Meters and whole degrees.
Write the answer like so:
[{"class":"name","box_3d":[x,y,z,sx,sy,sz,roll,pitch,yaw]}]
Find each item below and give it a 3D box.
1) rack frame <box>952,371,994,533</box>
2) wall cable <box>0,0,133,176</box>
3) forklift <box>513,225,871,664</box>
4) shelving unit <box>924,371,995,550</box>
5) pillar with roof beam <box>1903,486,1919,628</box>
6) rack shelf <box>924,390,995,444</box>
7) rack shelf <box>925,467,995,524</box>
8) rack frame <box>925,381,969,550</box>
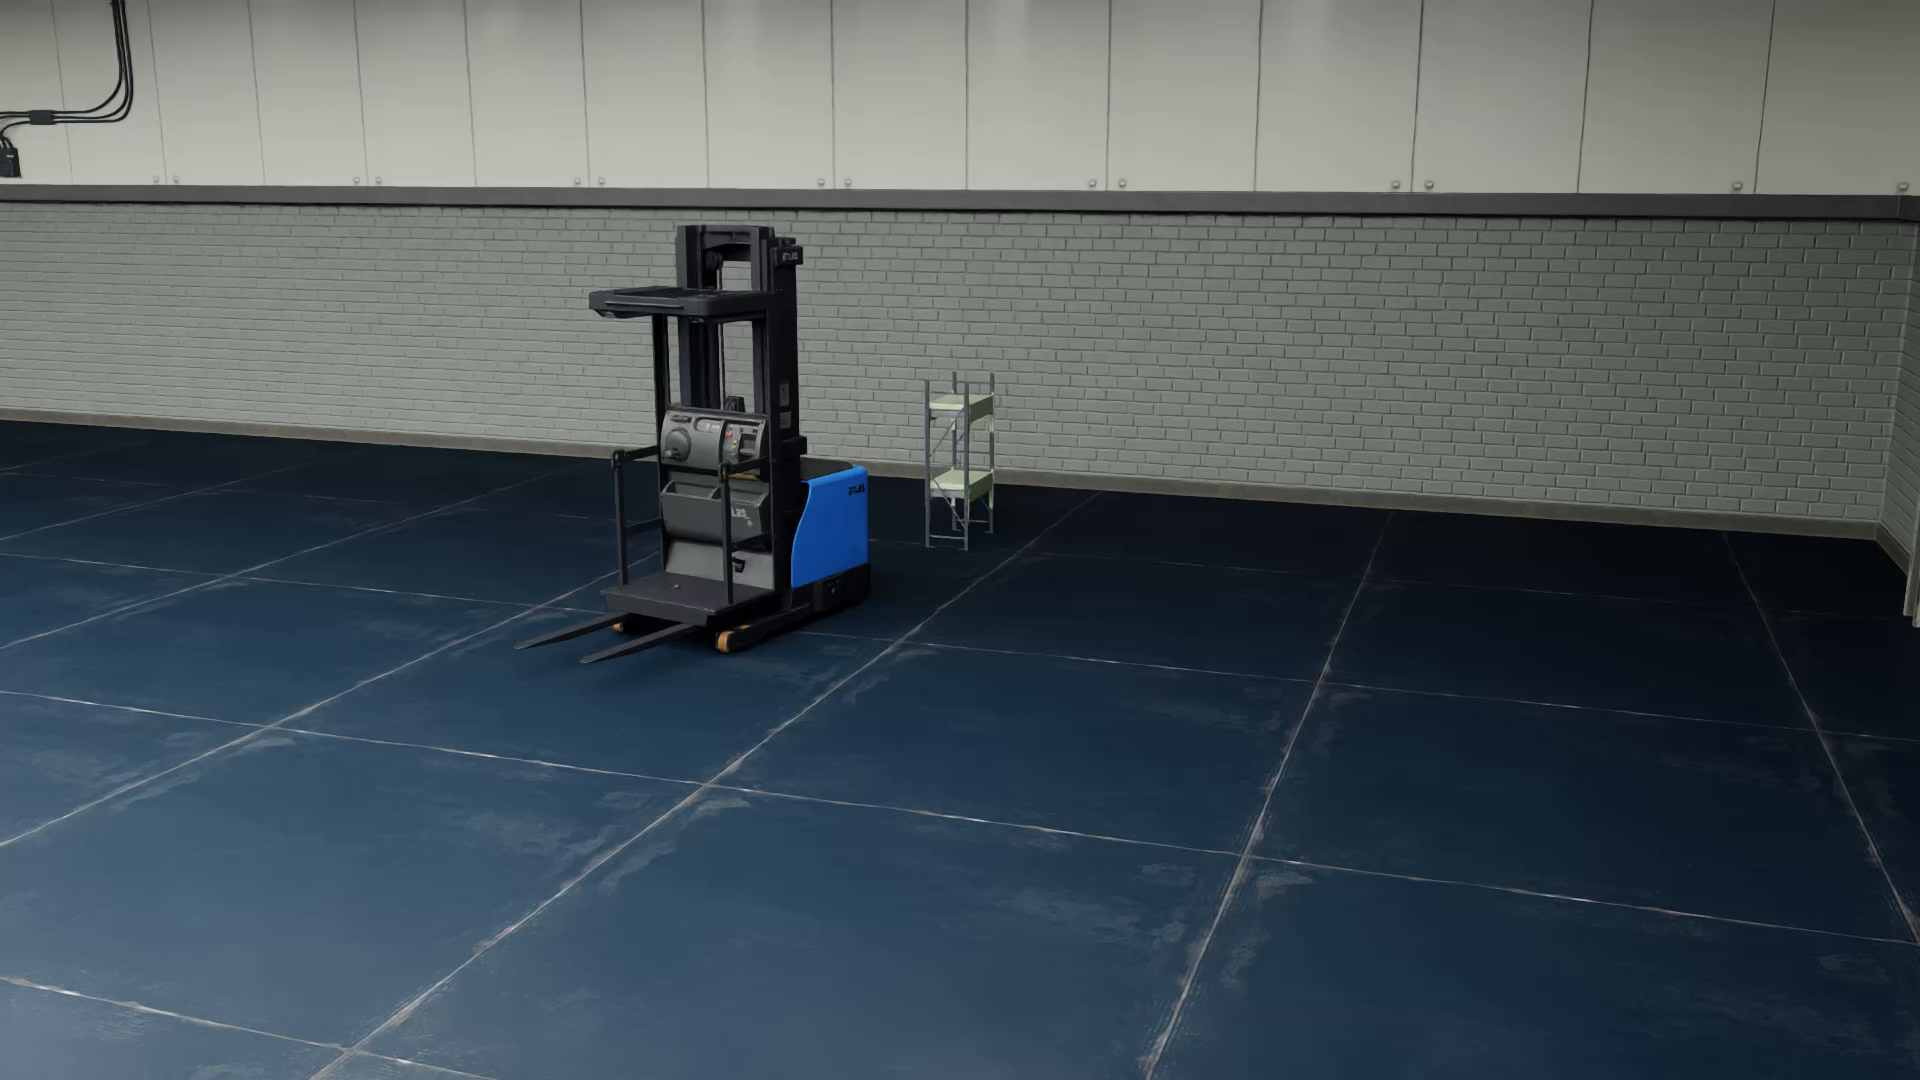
[{"class":"rack frame","box_3d":[0.121,-0.810,15.427,0.400,1.500,0.023,4,14,18]},{"class":"wall cable","box_3d":[-11.300,-7.533,20.388,2.305,6.003,0.169,4,14,18]},{"class":"forklift","box_3d":[-1.906,-0.741,11.911,1.130,2.935,3.031,8,15,31]},{"class":"shelving unit","box_3d":[0.002,-0.733,15.089,0.431,1.500,0.755,4,14,18]},{"class":"pillar with roof beam","box_3d":[3.250,-4.079,12.897,9.100,9.000,0.400,4,14,18]},{"class":"rack shelf","box_3d":[0.002,-1.113,15.002,0.431,0.370,0.720,4,14,18]},{"class":"rack shelf","box_3d":[0.002,-0.415,15.162,0.431,0.370,0.720,4,14,18]},{"class":"rack frame","box_3d":[-0.116,-0.656,14.752,0.400,1.500,0.023,4,14,18]}]
